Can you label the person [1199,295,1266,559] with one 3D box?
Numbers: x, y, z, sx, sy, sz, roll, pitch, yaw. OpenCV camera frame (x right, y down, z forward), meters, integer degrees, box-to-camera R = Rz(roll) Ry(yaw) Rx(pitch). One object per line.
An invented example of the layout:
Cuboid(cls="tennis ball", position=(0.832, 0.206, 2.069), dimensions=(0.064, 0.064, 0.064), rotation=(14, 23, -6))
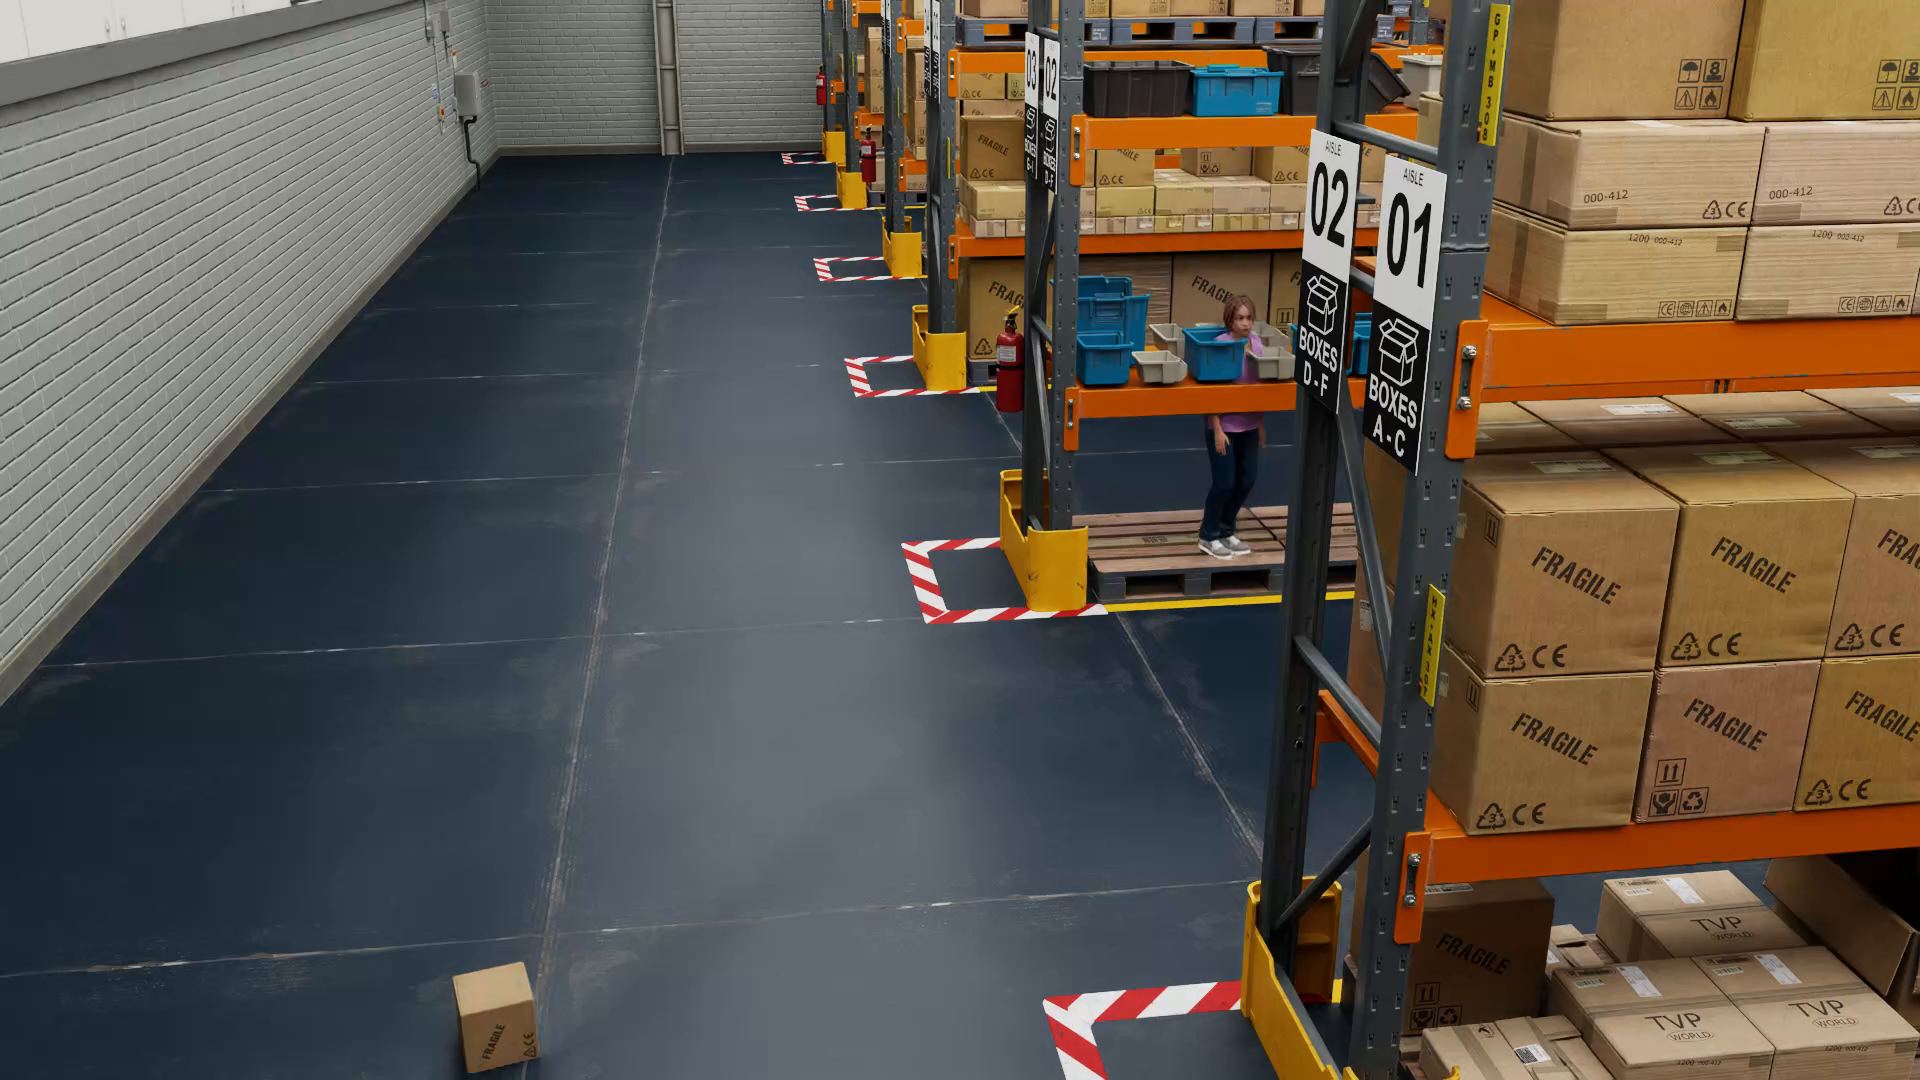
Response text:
Cuboid(cls="person", position=(1.614, -0.664, 9.822), dimensions=(0.431, 1.581, 0.310), rotation=(-13, 24, -31))
